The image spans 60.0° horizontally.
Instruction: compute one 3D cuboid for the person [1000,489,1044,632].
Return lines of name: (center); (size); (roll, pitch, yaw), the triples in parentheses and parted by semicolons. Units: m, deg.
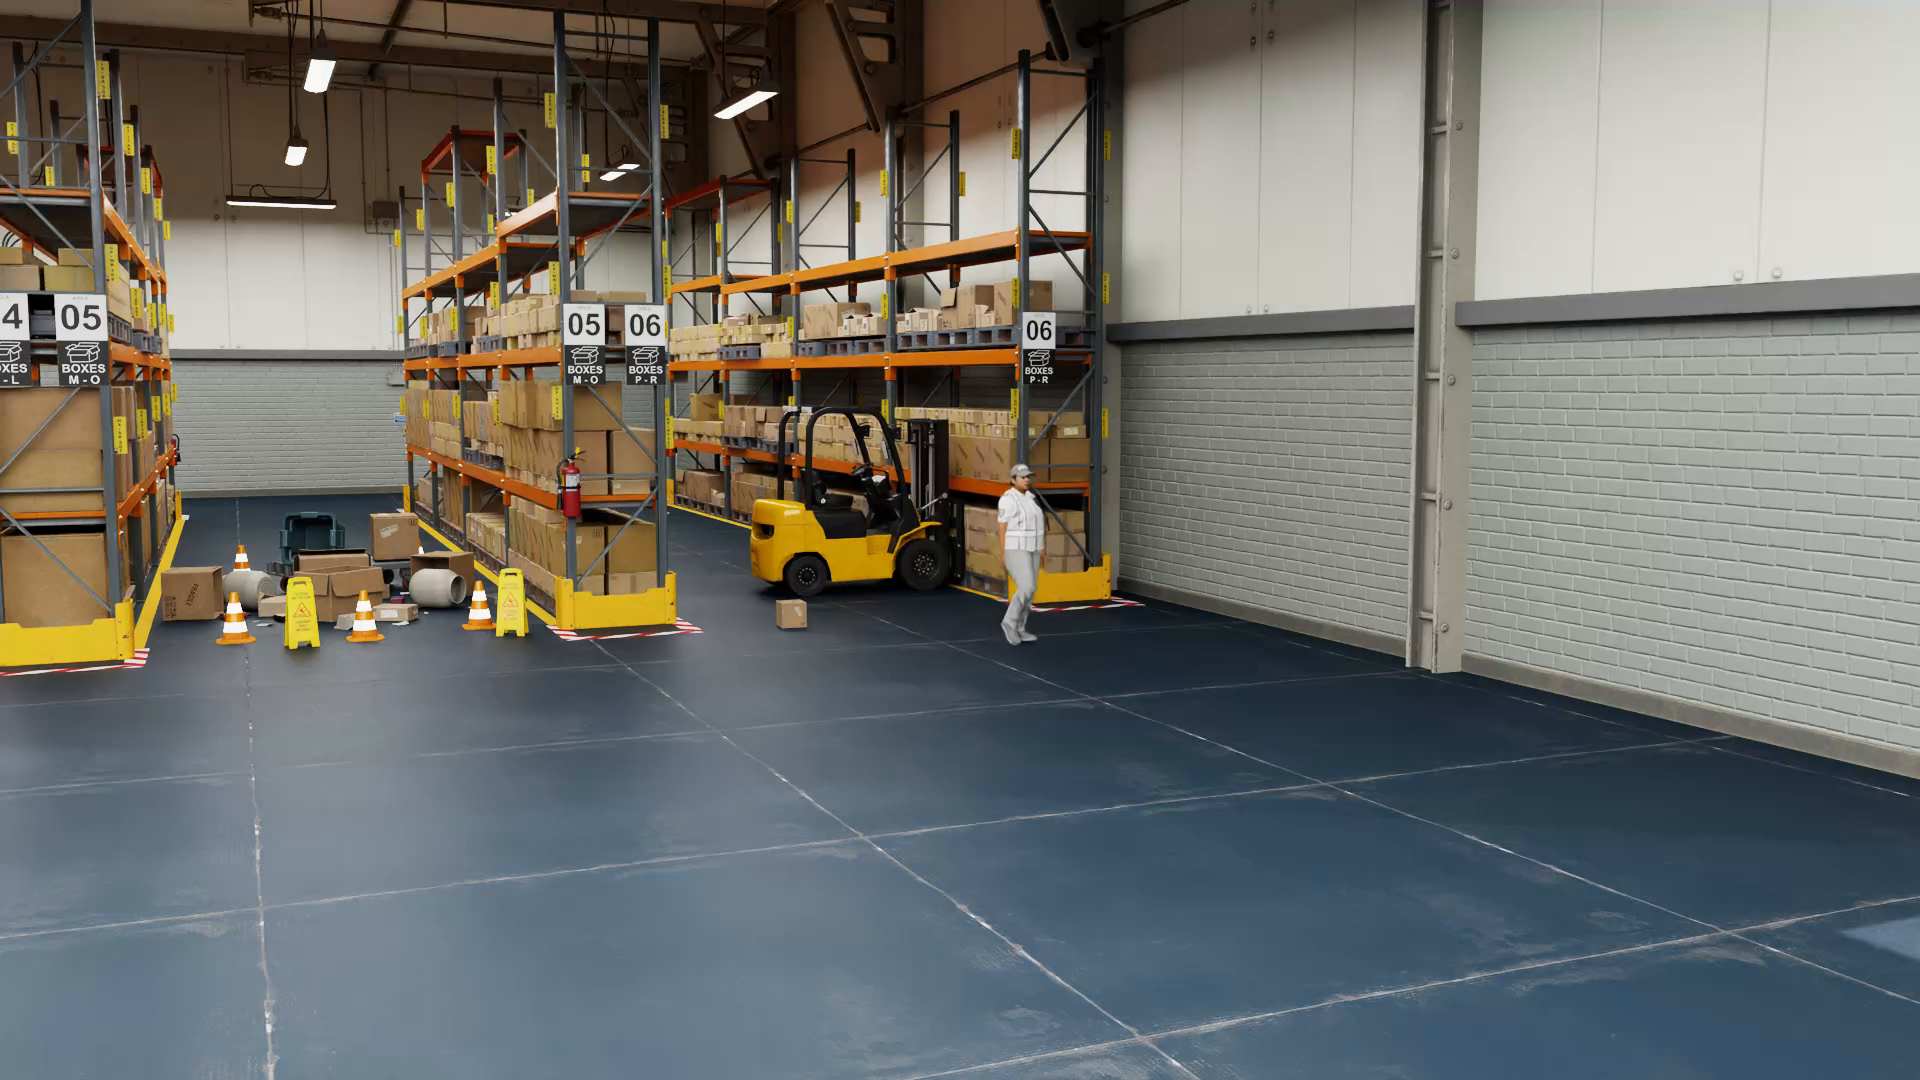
person: (0.611, 0.207, 15.486); (0.438, 1.342, 0.443); (5, 7, 41)
